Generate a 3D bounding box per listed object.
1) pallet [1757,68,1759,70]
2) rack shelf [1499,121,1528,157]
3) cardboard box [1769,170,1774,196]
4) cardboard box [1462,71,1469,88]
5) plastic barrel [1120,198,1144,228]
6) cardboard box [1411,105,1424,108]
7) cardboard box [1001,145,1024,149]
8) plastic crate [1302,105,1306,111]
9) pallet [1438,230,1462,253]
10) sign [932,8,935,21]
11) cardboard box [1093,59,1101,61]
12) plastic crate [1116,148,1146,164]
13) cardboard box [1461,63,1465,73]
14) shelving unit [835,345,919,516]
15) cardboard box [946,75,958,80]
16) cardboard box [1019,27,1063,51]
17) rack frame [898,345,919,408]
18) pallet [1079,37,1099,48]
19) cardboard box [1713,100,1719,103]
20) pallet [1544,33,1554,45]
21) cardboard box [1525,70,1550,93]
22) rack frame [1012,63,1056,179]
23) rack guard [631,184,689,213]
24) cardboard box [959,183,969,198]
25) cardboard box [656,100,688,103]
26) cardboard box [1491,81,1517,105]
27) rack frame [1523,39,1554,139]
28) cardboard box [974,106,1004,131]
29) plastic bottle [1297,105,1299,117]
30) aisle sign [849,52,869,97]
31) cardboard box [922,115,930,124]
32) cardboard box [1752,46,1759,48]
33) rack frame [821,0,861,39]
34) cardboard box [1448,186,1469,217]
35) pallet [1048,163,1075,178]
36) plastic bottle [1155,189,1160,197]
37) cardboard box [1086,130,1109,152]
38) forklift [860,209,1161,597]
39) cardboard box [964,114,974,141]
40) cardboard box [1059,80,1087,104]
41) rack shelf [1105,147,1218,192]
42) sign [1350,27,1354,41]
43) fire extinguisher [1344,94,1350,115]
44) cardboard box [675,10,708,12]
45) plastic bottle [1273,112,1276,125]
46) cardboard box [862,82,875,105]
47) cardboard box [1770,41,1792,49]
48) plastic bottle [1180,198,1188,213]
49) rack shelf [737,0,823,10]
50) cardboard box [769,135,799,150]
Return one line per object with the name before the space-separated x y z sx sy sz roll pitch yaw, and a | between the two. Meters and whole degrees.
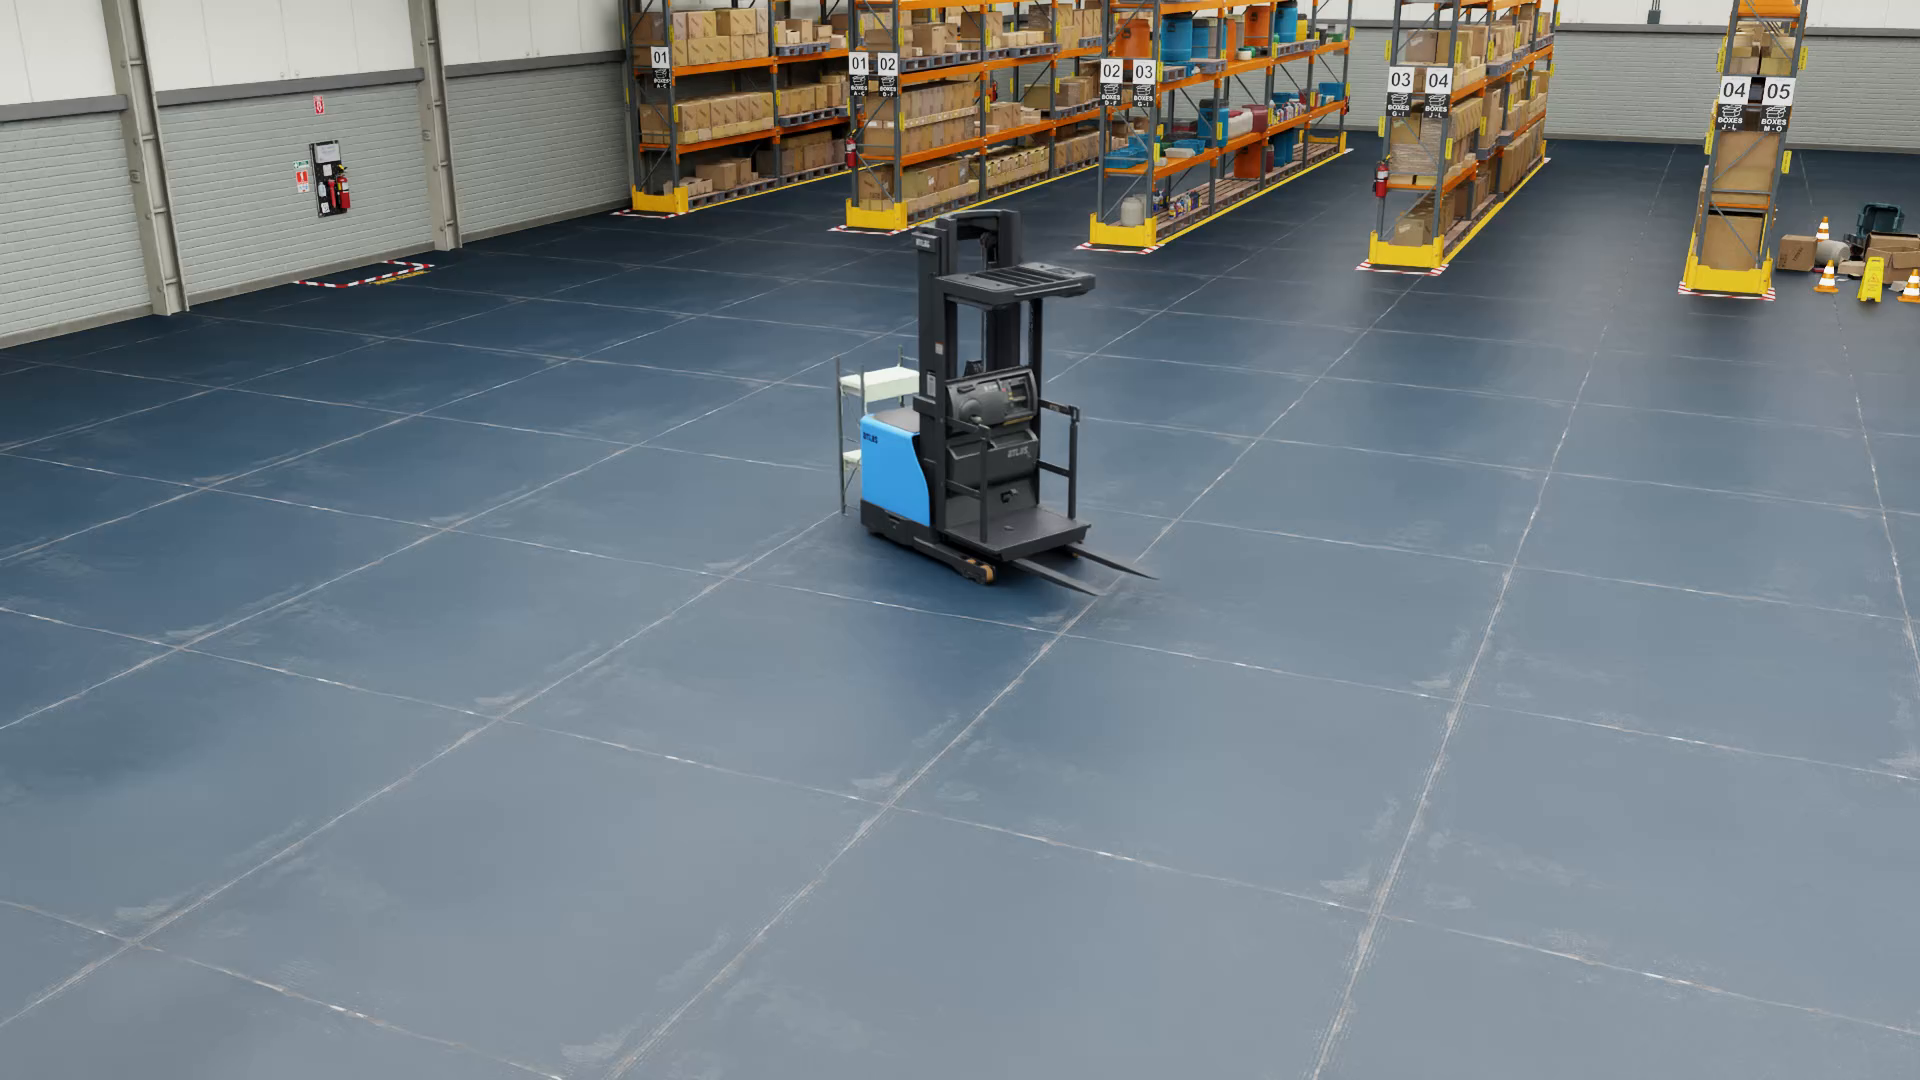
pallet | 13.907 -8.158 29.195 0.805 0.209 1.217 8 21 21
rack shelf | 11.550 -8.755 36.137 1.077 0.370 4.000 9 21 23
cardboard box | 12.599 -5.841 26.646 0.875 0.550 0.550 9 21 23
cardboard box | 8.300 -7.801 28.128 0.500 0.250 0.500 8 21 22
plastic barrel | 3.136 -5.954 30.273 0.421 0.512 0.421 0 20 0
cardboard box | 7.862 -7.204 28.615 0.500 0.500 0.500 9 21 23
cardboard box | 1.213 -8.890 38.082 0.500 0.311 0.500 9 22 25
plastic crate | 8.172 -10.412 40.026 0.396 0.136 0.243 9 21 23
pallet | 8.352 -5.362 29.683 1.003 0.211 1.213 9 21 23
sign | -0.689 -13.478 42.626 0.100 0.325 0.005 9 21 23
cardboard box | 3.718 -12.085 42.786 0.500 0.500 0.500 9 21 23
plastic crate | 3.140 -7.038 30.458 0.499 0.251 0.408 9 21 23
cardboard box | 8.244 -7.927 27.888 0.380 0.149 0.250 8 21 23
shelving unit | -0.708 -0.987 15.446 0.755 1.500 0.431 -16 24 -38
cardboard box | -0.647 -12.272 44.504 0.980 0.700 0.700 8 21 21
cardboard box | 1.843 -11.441 37.991 0.910 0.500 0.500 9 21 23
rack frame | -0.429 -1.067 15.670 0.023 1.500 0.400 -16 24 -38
pallet | 2.580 -11.883 39.664 1.213 0.211 1.003 9 21 23
cardboard box | 16.272 -9.296 35.446 0.380 0.149 0.250 10 22 25
pallet | 13.713 -12.071 40.044 1.003 0.211 1.213 9 21 23
cardboard box | 14.047 -11.166 40.503 0.500 0.500 0.500 9 21 23
rack frame | 1.695 -9.843 38.123 1.000 3.000 0.127 9 21 23
rack guard | -6.071 -6.921 33.638 1.175 0.500 0.348 9 21 23
cardboard box | -0.147 -7.199 34.166 0.500 0.250 0.500 9 21 23
cardboard box | -5.887 -8.694 33.966 0.500 0.500 0.500 9 21 23
cardboard box | 11.583 -9.628 35.873 0.797 0.503 0.637 9 22 24
rack frame | 14.007 -10.928 41.174 1.000 3.000 0.127 9 21 23
cardboard box | 0.602 -9.061 35.774 0.500 0.500 0.500 10 22 27
plastic bottle | 7.835 -10.050 38.890 0.152 0.276 0.135 9 21 23
aisle sign | -1.876 -8.642 30.867 0.394 0.787 0.004 9 21 23
cardboard box | -0.802 -8.156 32.263 0.380 0.149 0.250 8 21 21
cardboard box | 13.121 -8.165 27.932 0.500 0.250 0.500 9 21 23
rack frame | -2.826 -13.348 39.025 1.000 3.000 0.127 9 21 23
cardboard box | 9.364 -6.474 31.724 0.700 0.500 0.500 7 21 19
pallet | 2.035 -8.752 39.217 1.003 0.211 1.213 9 21 23
plastic bottle | 3.866 -6.709 32.606 0.144 0.351 0.185 9 22 24
cardboard box | 3.393 -9.905 41.371 0.500 0.500 0.500 8 21 22
forklift | 0.413 -1.195 13.908 1.130 2.935 3.031 -15 25 -36
cardboard box | -0.119 -8.531 34.284 0.700 0.500 0.500 8 21 21
cardboard box | 2.666 -10.762 39.931 0.700 0.500 0.500 3 20 9
rack shelf | 3.756 -6.989 31.171 1.077 0.370 4.000 9 21 23
sign | 9.997 -12.901 42.401 0.100 0.325 0.005 9 21 23
fire extinguisher | 9.965 -11.379 43.115 0.296 0.674 0.183 9 21 23
cardboard box | -5.515 -10.653 34.253 0.500 0.500 0.500 9 21 23
plastic bottle | 6.971 -9.371 36.970 0.061 0.283 0.133 9 21 23
cardboard box | -2.393 -10.832 40.279 0.500 0.500 0.500 9 22 24
cardboard box | 13.096 -7.844 26.434 0.380 0.149 0.250 9 21 23
plastic bottle | 4.293 -6.420 31.907 0.152 0.276 0.135 9 21 24
rack shelf | -3.645 -12.209 37.494 1.077 0.370 4.000 9 21 23
cardboard box | -4.000 -9.044 37.831 0.500 0.250 0.500 8 21 22
